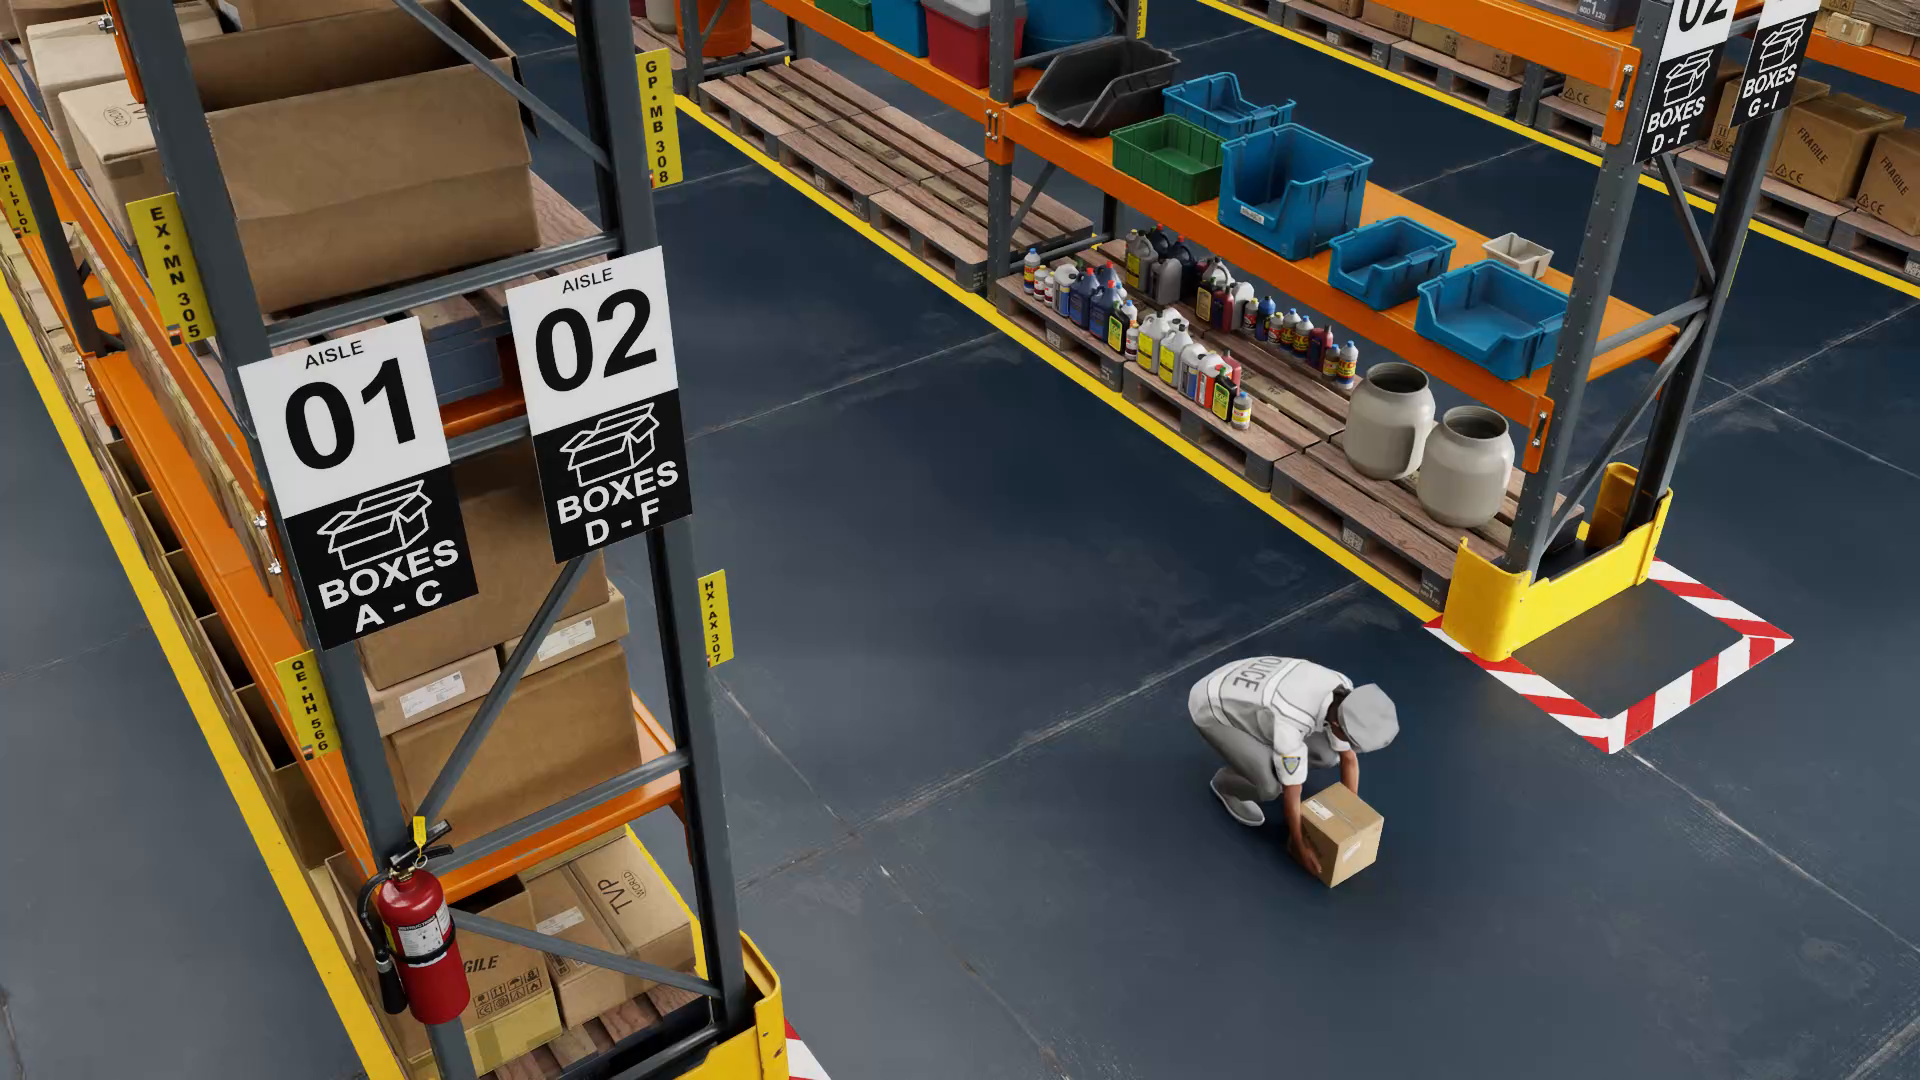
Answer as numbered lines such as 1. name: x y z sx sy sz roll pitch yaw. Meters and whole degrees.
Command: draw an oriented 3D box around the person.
1. person: 1.310 0.793 6.659 0.470 0.850 0.871 -23 42 -27
